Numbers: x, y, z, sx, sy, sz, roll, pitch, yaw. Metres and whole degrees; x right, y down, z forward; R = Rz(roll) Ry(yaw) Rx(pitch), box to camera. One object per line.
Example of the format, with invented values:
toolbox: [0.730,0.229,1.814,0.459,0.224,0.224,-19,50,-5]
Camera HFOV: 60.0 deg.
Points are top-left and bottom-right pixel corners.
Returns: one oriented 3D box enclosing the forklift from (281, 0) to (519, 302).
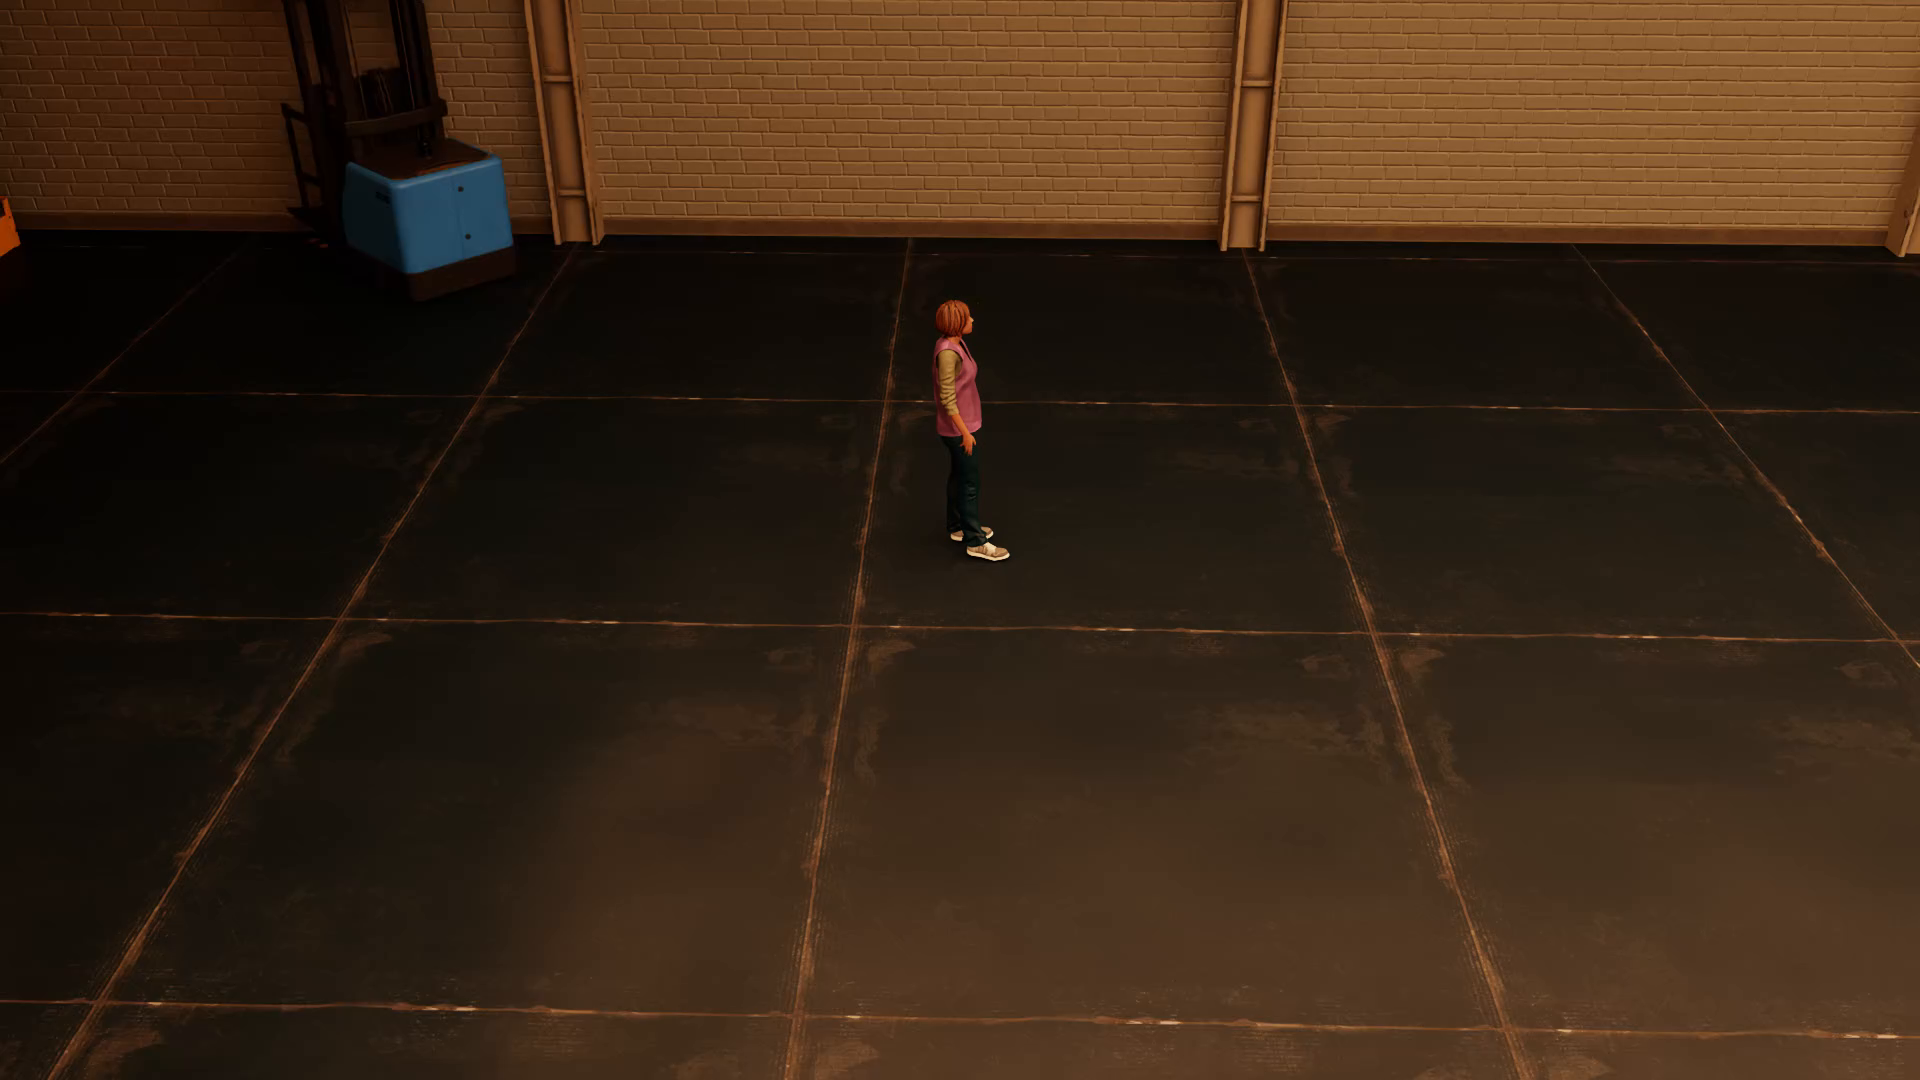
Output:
forklift: [-5.182,-3.868,14.175,1.130,2.935,3.031,-27,40,-37]

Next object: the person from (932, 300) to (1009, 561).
person: [0.073,-0.675,10.083,0.476,1.571,0.520,1,31,1]
